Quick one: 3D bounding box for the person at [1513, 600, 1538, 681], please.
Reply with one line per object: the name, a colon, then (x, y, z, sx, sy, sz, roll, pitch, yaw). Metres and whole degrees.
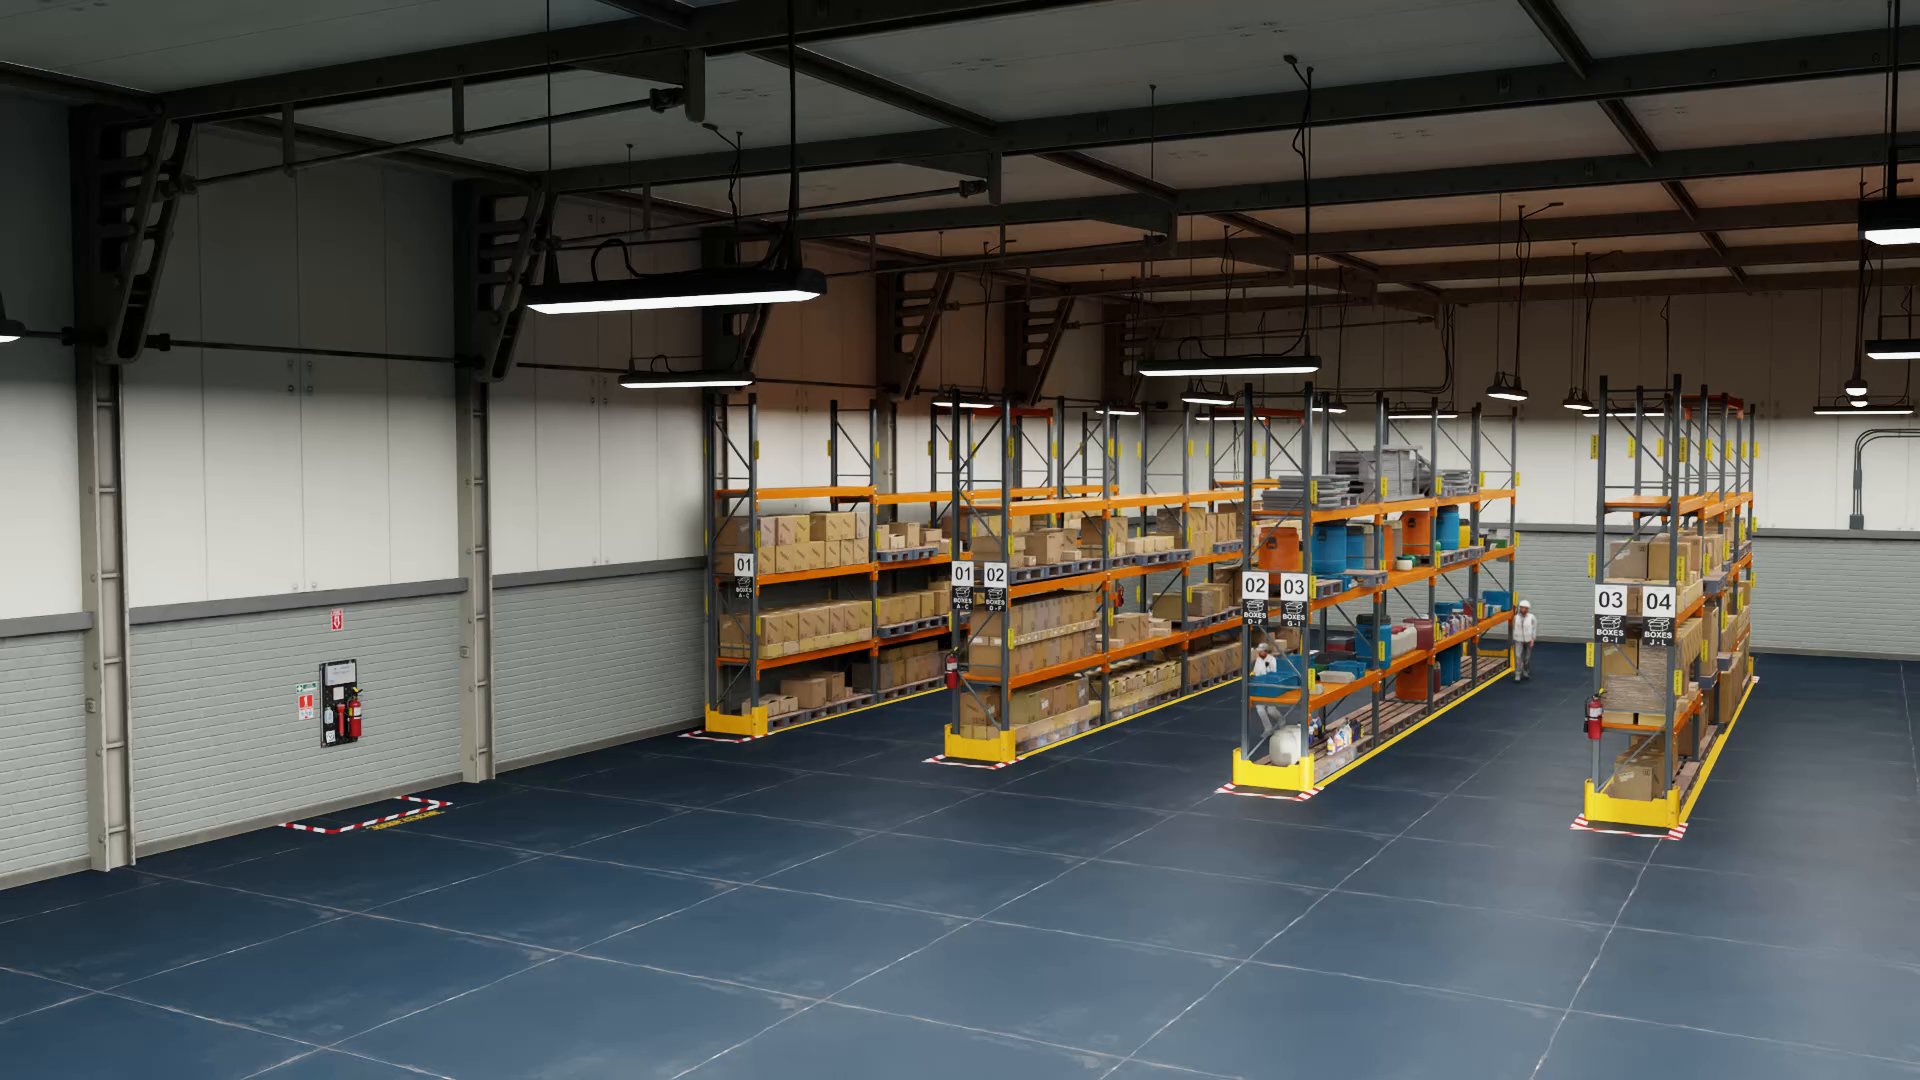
person: (12.250, 2.164, 36.038, 0.496, 1.706, 1.040, 1, 3, 16)

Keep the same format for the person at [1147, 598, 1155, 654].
person: (4.519, 2.134, 38.265, 0.619, 1.611, 0.739, 3, 4, 41)

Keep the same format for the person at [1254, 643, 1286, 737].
person: (5.407, 2.615, 29.122, 0.537, 1.647, 0.553, -3, 4, -42)
